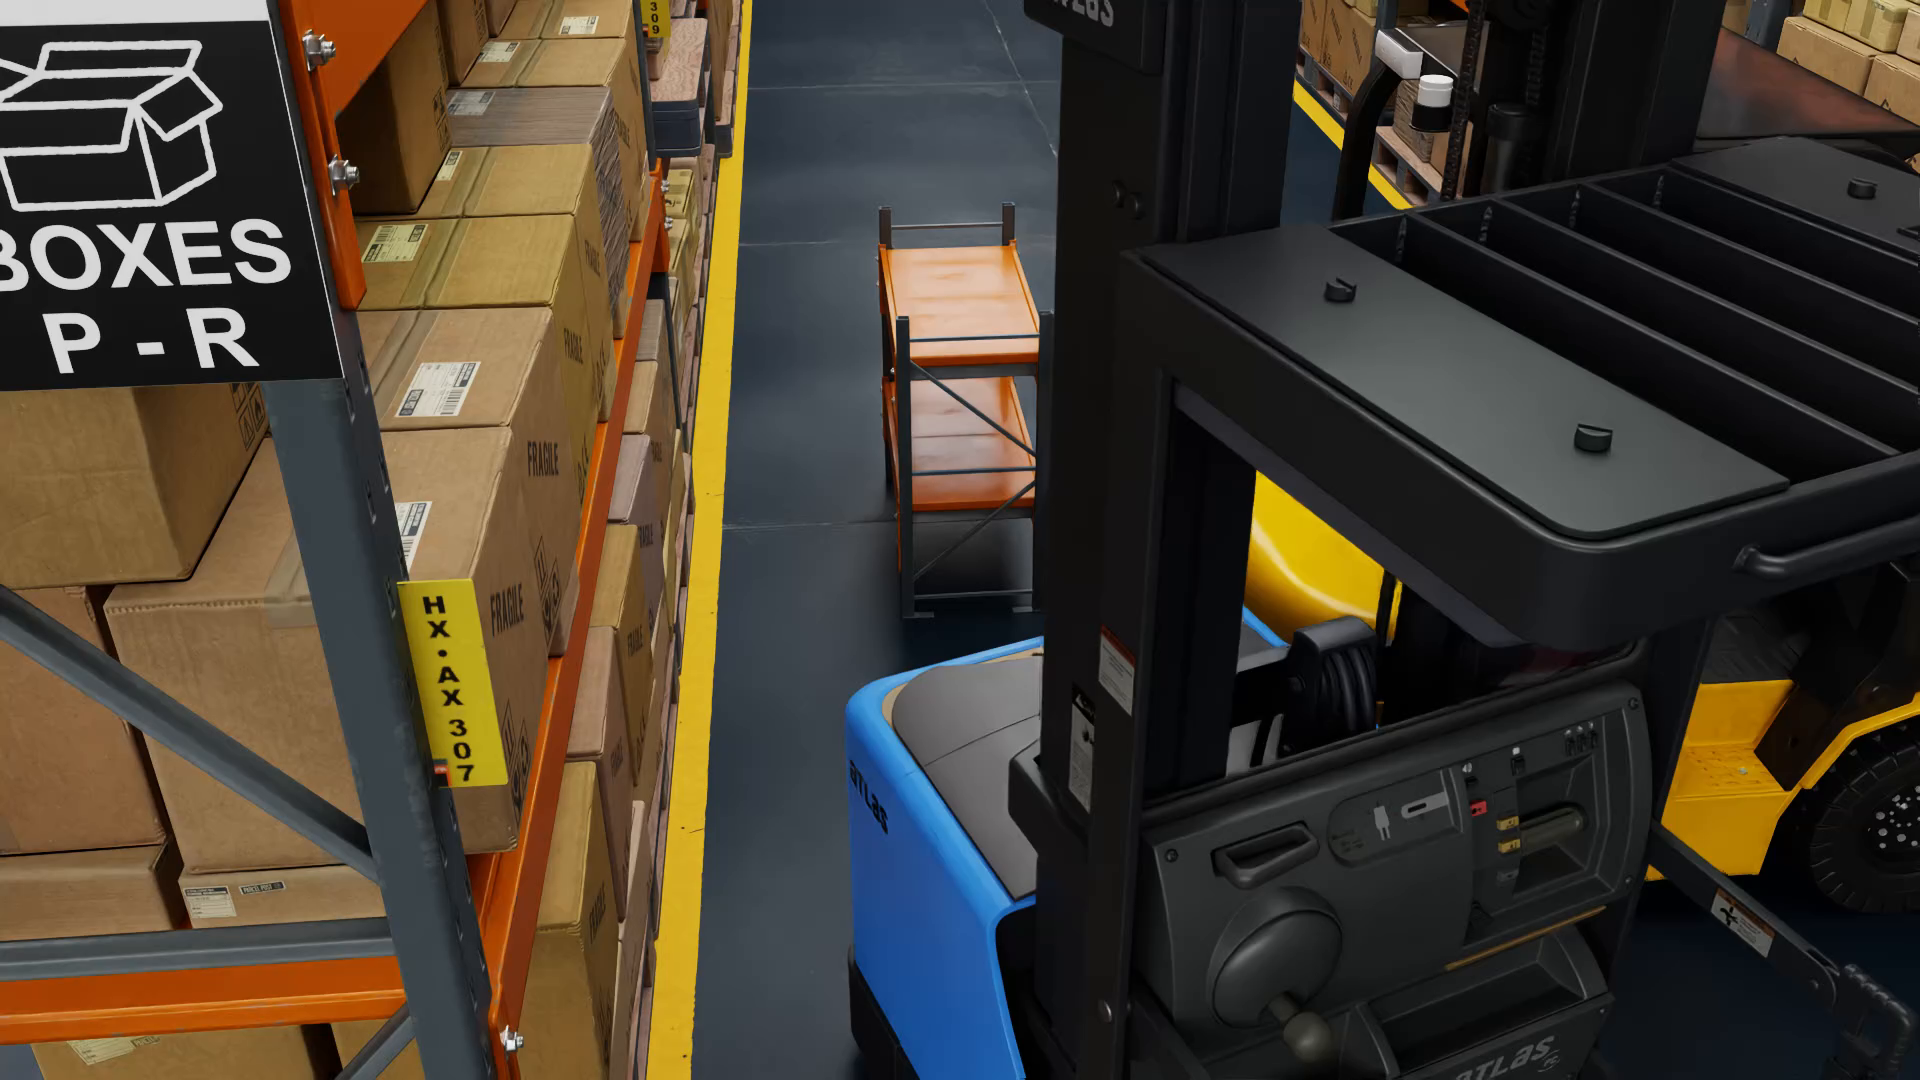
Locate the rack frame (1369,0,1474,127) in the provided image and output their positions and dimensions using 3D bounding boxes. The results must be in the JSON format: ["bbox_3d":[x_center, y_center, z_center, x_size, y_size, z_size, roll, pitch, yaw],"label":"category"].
[{"bbox_3d":[2.994,-3.735,9.578,1.000,3.000,0.127,-3,31,-5],"label":"rack frame"}]

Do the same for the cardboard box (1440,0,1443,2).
[{"bbox_3d":[3.258,-3.539,10.645,0.380,0.149,0.250,-2,31,-3],"label":"cardboard box"}]

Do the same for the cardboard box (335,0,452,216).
[{"bbox_3d":[-1.563,-1.037,3.698,0.700,0.500,0.500,-3,31,-5],"label":"cardboard box"}]

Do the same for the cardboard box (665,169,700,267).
[{"bbox_3d":[-1.763,-1.495,7.981,0.950,0.372,0.625,-2,31,-3],"label":"cardboard box"}]

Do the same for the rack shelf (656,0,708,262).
[{"bbox_3d":[-1.761,-2.165,7.652,1.077,0.370,4.000,-3,31,-5],"label":"rack shelf"}]

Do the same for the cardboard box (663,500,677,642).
[{"bbox_3d":[-1.191,0.107,5.417,0.500,0.250,0.500,-4,31,-6],"label":"cardboard box"}]

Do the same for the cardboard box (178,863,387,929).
[{"bbox_3d":[-1.026,0.513,2.710,0.380,0.149,0.250,-3,31,-4],"label":"cardboard box"}]

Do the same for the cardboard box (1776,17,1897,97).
[{"bbox_3d":[3.149,-1.497,5.733,0.500,0.500,0.500,-4,31,-6],"label":"cardboard box"}]

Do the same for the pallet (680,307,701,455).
[{"bbox_3d":[-1.648,-0.654,7.138,1.003,0.211,1.213,-3,31,-5],"label":"pallet"}]

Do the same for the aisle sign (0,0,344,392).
[{"bbox_3d":[-0.886,-0.510,1.644,0.394,0.787,0.004,-3,31,-5],"label":"aisle sign"}]

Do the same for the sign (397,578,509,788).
[{"bbox_3d":[-0.660,0.191,2.160,0.100,0.325,0.005,-3,31,-5],"label":"sign"}]

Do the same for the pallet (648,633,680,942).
[{"bbox_3d":[-1.359,0.709,4.856,1.003,0.211,1.213,-3,31,-5],"label":"pallet"}]

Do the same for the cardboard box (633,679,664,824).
[{"bbox_3d":[-1.104,0.625,4.550,0.500,0.250,0.500,-1,31,-1],"label":"cardboard box"}]

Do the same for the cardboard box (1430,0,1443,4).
[{"bbox_3d":[3.208,-3.322,10.915,0.500,0.500,0.500,-3,31,-4],"label":"cardboard box"}]

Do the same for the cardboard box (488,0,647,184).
[{"bbox_3d":[-1.285,-1.409,5.296,0.500,0.500,0.500,-4,31,-6],"label":"cardboard box"}]

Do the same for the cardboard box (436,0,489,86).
[{"bbox_3d":[-1.723,-1.556,4.568,0.700,0.500,0.500,-3,31,-4],"label":"cardboard box"}]

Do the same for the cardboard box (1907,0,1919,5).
[{"bbox_3d":[3.234,-1.837,5.380,0.380,0.149,0.250,-2,31,-4],"label":"cardboard box"}]

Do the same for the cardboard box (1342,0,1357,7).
[{"bbox_3d":[2.639,-3.499,10.578,0.380,0.149,0.250,-4,31,-7],"label":"cardboard box"}]

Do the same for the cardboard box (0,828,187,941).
[{"bbox_3d":[-1.448,0.516,2.706,0.380,0.149,0.250,-2,31,-3],"label":"cardboard box"}]

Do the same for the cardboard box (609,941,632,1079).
[{"bbox_3d":[-1.000,1.164,3.648,0.500,0.250,0.500,-3,31,-5],"label":"cardboard box"}]

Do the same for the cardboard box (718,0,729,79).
[{"bbox_3d":[-2.009,-3.576,10.974,0.875,0.875,0.875,-2,31,-4],"label":"cardboard box"}]

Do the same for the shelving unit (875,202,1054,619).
[{"bbox_3d":[-0.001,-0.486,5.967,0.538,1.125,1.048,-3,31,-5],"label":"shelving unit"}]

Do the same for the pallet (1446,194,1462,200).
[{"bbox_3d":[3.143,-1.494,8.546,1.003,0.211,1.213,-3,31,-5],"label":"pallet"}]

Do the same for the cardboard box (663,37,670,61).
[{"bbox_3d":[-1.325,-1.951,6.426,0.380,0.149,0.250,-2,31,-4],"label":"cardboard box"}]

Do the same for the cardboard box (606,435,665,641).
[{"bbox_3d":[-1.153,0.034,4.808,0.500,0.500,0.500,-1,31,-2],"label":"cardboard box"}]

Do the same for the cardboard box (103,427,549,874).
[{"bbox_3d":[-0.968,0.163,2.664,0.500,0.500,0.500,-3,31,-5],"label":"cardboard box"}]

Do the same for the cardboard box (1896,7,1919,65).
[{"bbox_3d":[3.214,-1.575,5.232,0.380,0.149,0.250,-3,31,-5],"label":"cardboard box"}]

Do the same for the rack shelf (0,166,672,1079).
[{"bbox_3d":[-1.387,-0.123,4.233,1.077,0.370,4.000,-3,31,-5],"label":"rack shelf"}]

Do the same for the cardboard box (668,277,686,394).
[{"bbox_3d":[-1.625,-0.773,6.772,0.950,0.372,0.625,-2,31,-4],"label":"cardboard box"}]

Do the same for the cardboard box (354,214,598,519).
[{"bbox_3d":[-1.069,-0.361,3.542,0.500,0.500,0.500,-3,31,-6],"label":"cardboard box"}]

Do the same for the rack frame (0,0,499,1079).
[{"bbox_3d":[-1.197,0.589,2.339,0.949,2.616,0.053,-3,31,-5],"label":"rack frame"}]

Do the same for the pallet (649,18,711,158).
[{"bbox_3d":[-1.500,-1.768,6.472,1.003,0.211,1.213,-3,31,-5],"label":"pallet"}]

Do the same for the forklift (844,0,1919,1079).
[{"bbox_3d":[0.808,0.564,2.447,1.130,2.935,3.031,-13,33,-21],"label":"forklift"}]

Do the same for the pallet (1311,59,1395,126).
[{"bbox_3d":[2.962,-2.921,10.934,1.003,0.211,1.213,-3,31,-5],"label":"pallet"}]

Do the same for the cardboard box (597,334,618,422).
[{"bbox_3d":[-1.088,-0.416,4.266,0.380,0.149,0.250,-2,31,-4],"label":"cardboard box"}]

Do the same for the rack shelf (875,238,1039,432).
[{"bbox_3d":[-0.001,-0.738,5.817,0.538,0.278,1.000,-3,31,-5],"label":"rack shelf"}]

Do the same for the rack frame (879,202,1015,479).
[{"bbox_3d":[-0.048,-0.746,6.402,0.500,1.125,0.032,-3,31,-5],"label":"rack frame"}]

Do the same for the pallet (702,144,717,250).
[{"bbox_3d":[-1.876,-1.899,9.224,1.003,0.211,1.213,-3,31,-5],"label":"pallet"}]

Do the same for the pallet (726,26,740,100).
[{"bbox_3d":[-2.057,-3.326,11.612,1.003,0.211,1.213,-3,31,-5],"label":"pallet"}]

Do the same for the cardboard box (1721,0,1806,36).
[{"bbox_3d":[3.067,-2.082,6.469,0.500,0.250,0.500,-3,31,-6],"label":"cardboard box"}]

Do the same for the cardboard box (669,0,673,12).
[{"bbox_3d":[-1.379,-2.313,6.400,0.500,0.500,0.500,-3,31,-4],"label":"cardboard box"}]

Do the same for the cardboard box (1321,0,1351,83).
[{"bbox_3d":[2.704,-3.304,10.884,0.500,0.500,0.500,-3,31,-5],"label":"cardboard box"}]

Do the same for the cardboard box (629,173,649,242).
[{"bbox_3d":[-1.210,-1.069,5.359,0.380,0.149,0.250,-2,31,-3],"label":"cardboard box"}]

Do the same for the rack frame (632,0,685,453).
[{"bbox_3d":[-1.574,-1.453,5.758,1.000,3.000,0.127,-3,31,-5],"label":"rack frame"}]

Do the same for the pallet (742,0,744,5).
[{"bbox_3d":[-2.314,-4.732,13.967,1.003,0.211,1.213,-3,31,-5],"label":"pallet"}]

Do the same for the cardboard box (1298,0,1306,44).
[{"bbox_3d":[2.586,-3.835,11.774,0.500,0.500,0.500,-4,31,-6],"label":"cardboard box"}]

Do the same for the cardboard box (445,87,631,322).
[{"bbox_3d":[-1.177,-0.882,4.414,0.500,0.500,0.500,-2,31,-3],"label":"cardboard box"}]

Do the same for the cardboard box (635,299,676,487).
[{"bbox_3d":[-1.251,-0.486,5.679,0.500,0.500,0.500,-3,31,-5],"label":"cardboard box"}]

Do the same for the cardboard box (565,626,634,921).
[{"bbox_3d":[-1.056,0.563,3.922,0.500,0.500,0.500,-4,31,-6],"label":"cardboard box"}]

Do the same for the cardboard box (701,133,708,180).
[{"bbox_3d":[-1.905,-2.259,9.259,0.950,0.372,0.625,-5,31,-8],"label":"cardboard box"}]

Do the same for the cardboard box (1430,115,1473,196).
[{"bbox_3d":[3.108,-2.244,8.987,0.875,0.625,0.625,-2,31,-3],"label":"cardboard box"}]

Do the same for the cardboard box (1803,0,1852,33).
[{"bbox_3d":[3.136,-1.839,5.674,0.380,0.149,0.250,-3,31,-5],"label":"cardboard box"}]
